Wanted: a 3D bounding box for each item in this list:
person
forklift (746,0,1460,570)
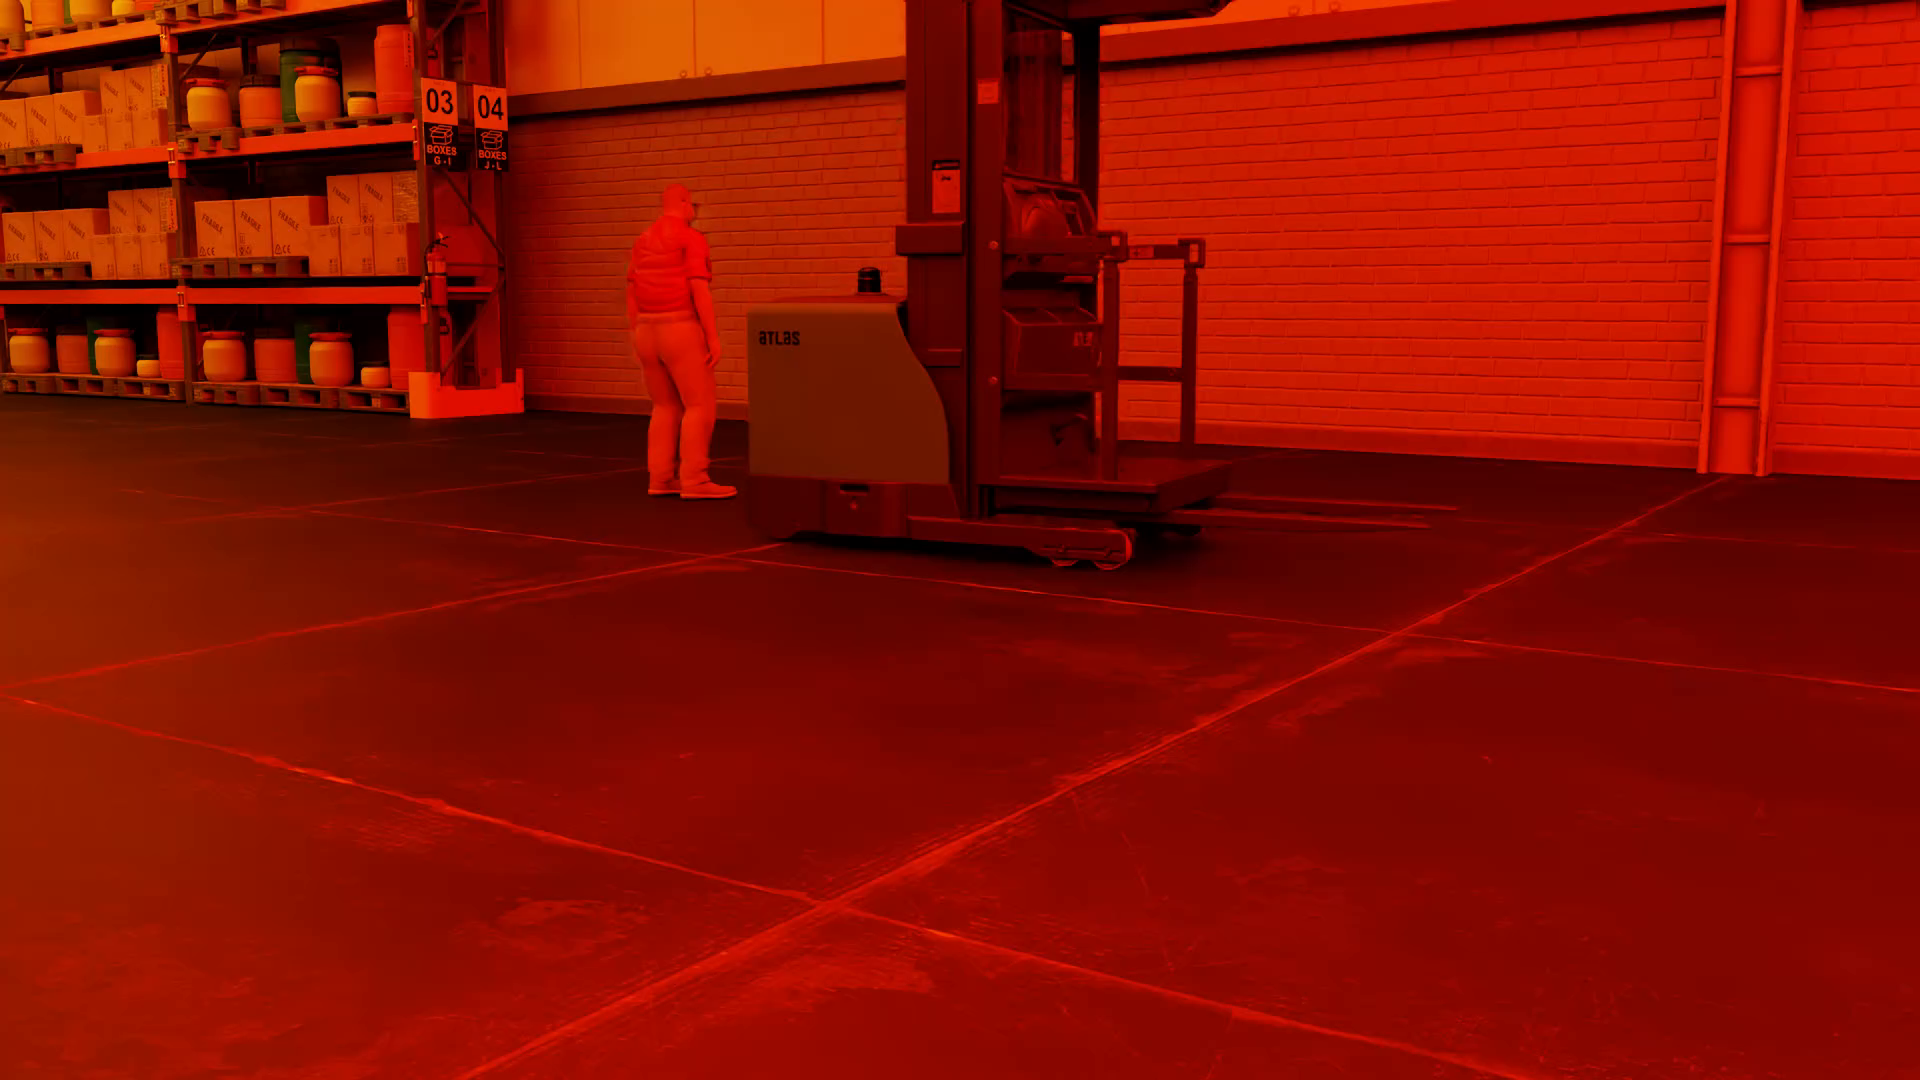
[{"bbox_3d":[-1.557,-1.100,9.214,0.630,1.724,0.408,5,10,33],"label":"person"},{"bbox_3d":[0.583,-1.413,7.133,3.031,2.935,1.130,4,9,26],"label":"forklift"}]
